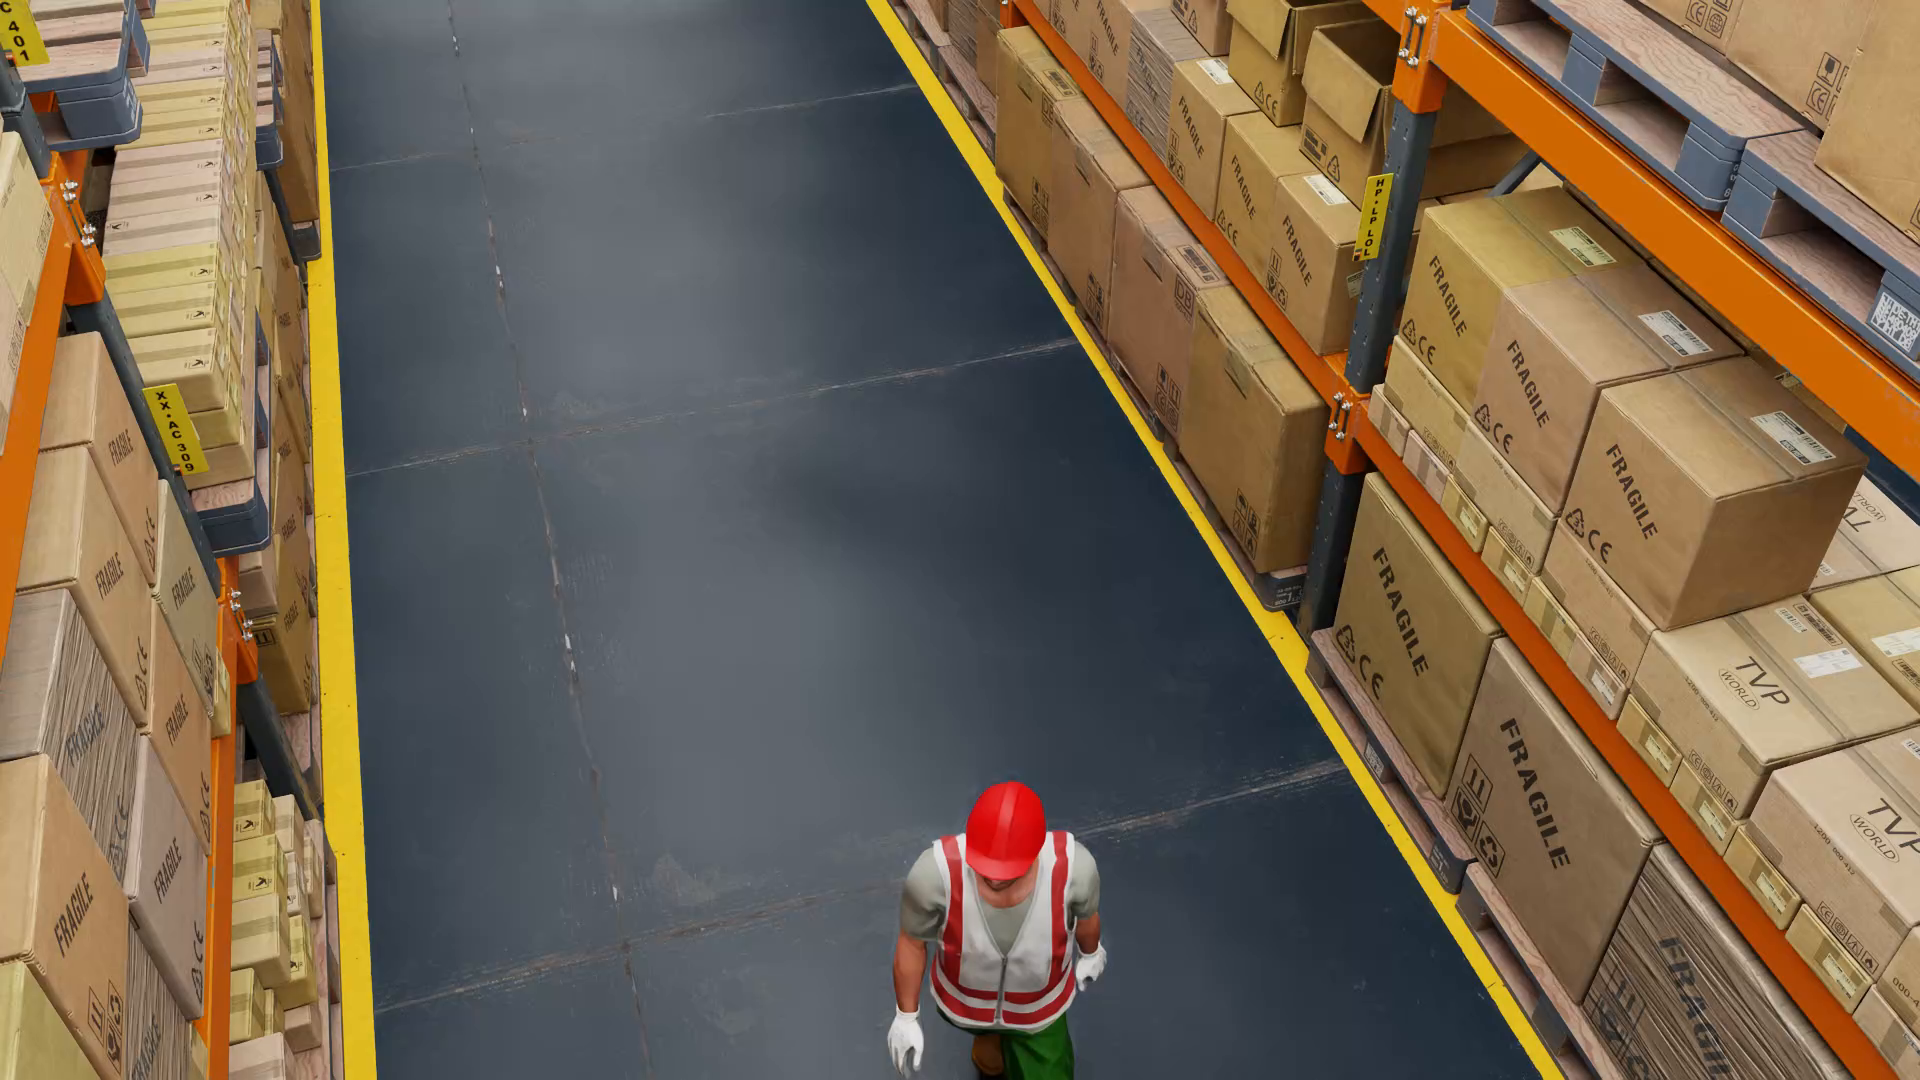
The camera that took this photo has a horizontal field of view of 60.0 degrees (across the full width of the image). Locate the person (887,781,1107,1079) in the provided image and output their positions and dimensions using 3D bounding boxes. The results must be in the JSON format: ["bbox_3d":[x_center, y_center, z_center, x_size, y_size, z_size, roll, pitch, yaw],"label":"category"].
[{"bbox_3d":[0.107,1.309,4.688,0.609,1.733,1.076,4,42,4],"label":"person"}]
